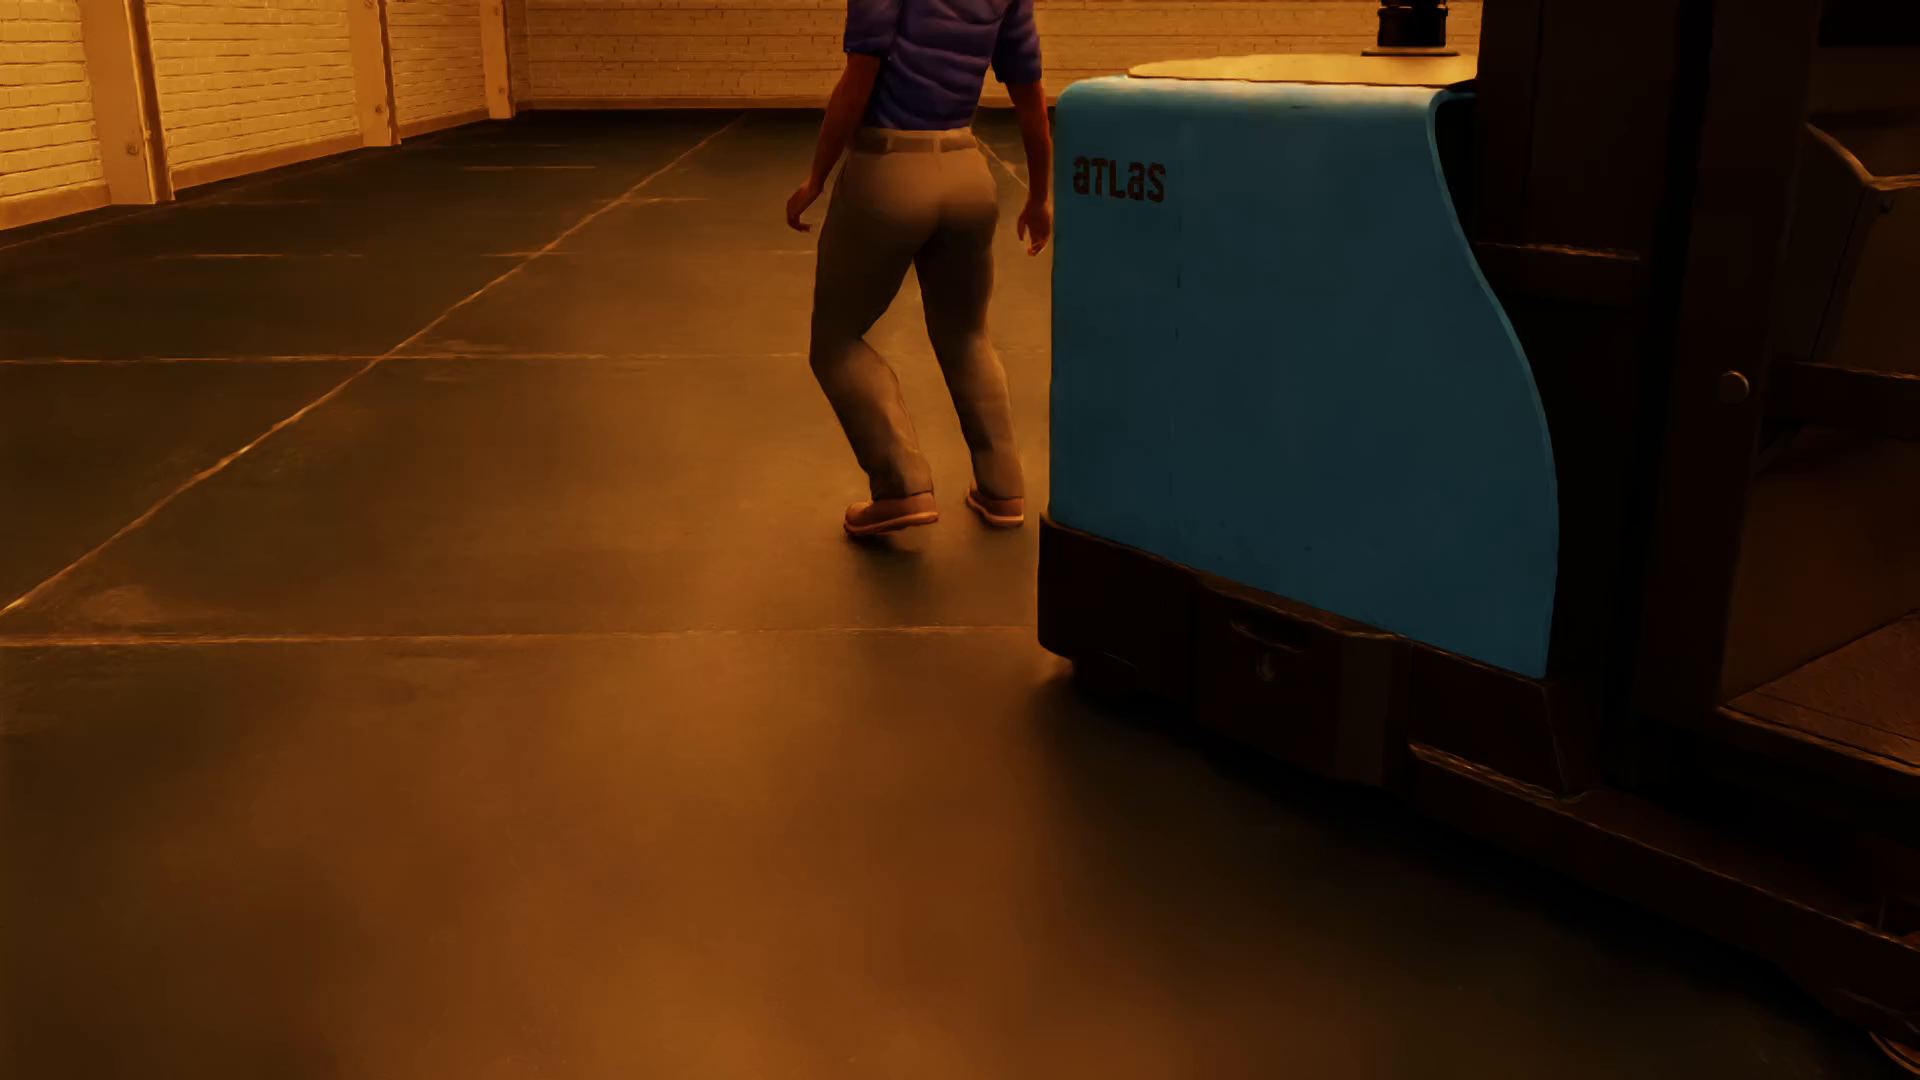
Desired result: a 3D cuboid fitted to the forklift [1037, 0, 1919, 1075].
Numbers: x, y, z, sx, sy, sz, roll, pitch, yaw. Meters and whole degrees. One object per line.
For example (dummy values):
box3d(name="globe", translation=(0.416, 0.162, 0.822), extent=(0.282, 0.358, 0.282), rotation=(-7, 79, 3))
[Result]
box3d(name="forklift", translation=(1.461, -0.906, 1.870), extent=(1.130, 2.935, 3.031), rotation=(-13, 21, -37))

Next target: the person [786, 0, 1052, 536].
box3d(name="person", translation=(-0.063, -0.793, 3.785), extent=(0.667, 1.597, 0.398), rotation=(-11, 20, -31))
